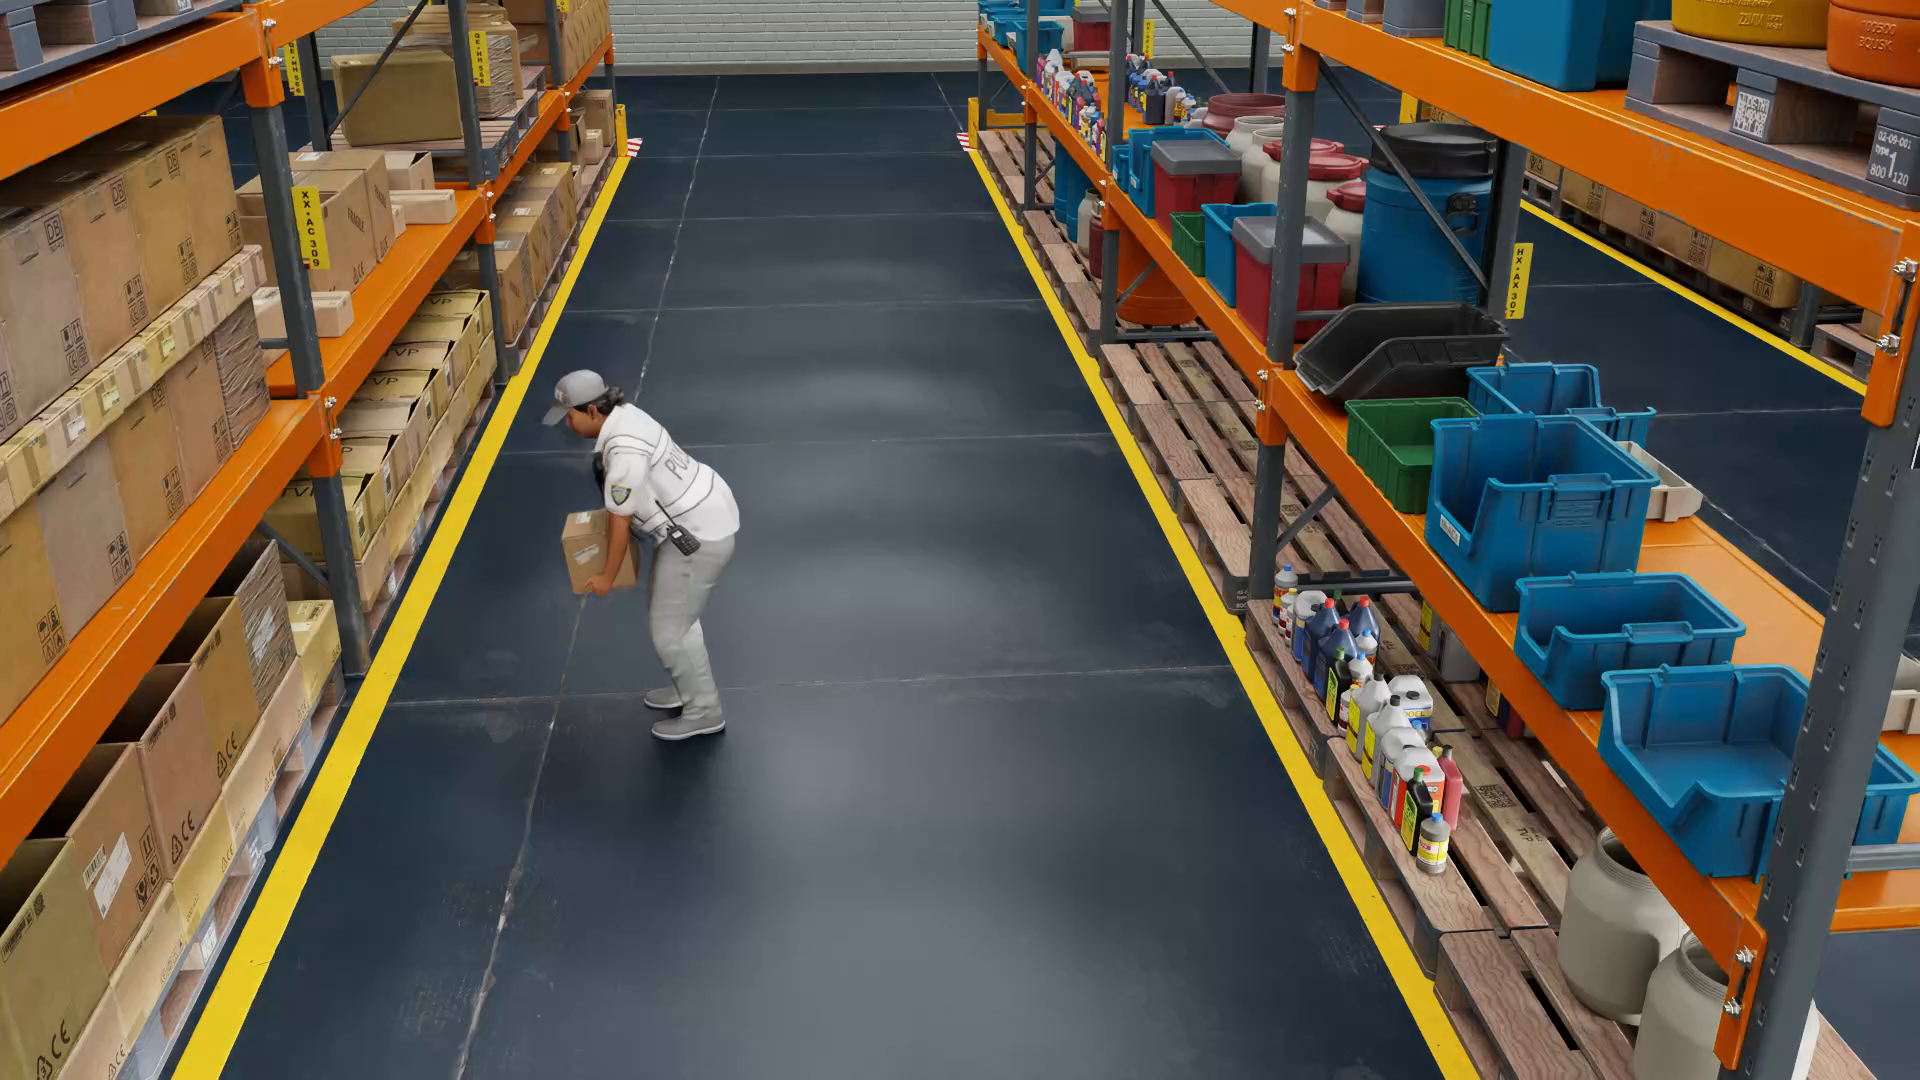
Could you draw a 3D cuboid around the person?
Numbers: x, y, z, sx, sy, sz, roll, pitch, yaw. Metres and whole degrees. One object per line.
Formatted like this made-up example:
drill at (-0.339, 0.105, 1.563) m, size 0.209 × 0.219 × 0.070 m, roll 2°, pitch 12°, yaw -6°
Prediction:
person at (-1.280, 0.047, 6.662) m, size 0.653 × 1.536 × 0.439 m, roll -3°, pitch 24°, yaw -6°
